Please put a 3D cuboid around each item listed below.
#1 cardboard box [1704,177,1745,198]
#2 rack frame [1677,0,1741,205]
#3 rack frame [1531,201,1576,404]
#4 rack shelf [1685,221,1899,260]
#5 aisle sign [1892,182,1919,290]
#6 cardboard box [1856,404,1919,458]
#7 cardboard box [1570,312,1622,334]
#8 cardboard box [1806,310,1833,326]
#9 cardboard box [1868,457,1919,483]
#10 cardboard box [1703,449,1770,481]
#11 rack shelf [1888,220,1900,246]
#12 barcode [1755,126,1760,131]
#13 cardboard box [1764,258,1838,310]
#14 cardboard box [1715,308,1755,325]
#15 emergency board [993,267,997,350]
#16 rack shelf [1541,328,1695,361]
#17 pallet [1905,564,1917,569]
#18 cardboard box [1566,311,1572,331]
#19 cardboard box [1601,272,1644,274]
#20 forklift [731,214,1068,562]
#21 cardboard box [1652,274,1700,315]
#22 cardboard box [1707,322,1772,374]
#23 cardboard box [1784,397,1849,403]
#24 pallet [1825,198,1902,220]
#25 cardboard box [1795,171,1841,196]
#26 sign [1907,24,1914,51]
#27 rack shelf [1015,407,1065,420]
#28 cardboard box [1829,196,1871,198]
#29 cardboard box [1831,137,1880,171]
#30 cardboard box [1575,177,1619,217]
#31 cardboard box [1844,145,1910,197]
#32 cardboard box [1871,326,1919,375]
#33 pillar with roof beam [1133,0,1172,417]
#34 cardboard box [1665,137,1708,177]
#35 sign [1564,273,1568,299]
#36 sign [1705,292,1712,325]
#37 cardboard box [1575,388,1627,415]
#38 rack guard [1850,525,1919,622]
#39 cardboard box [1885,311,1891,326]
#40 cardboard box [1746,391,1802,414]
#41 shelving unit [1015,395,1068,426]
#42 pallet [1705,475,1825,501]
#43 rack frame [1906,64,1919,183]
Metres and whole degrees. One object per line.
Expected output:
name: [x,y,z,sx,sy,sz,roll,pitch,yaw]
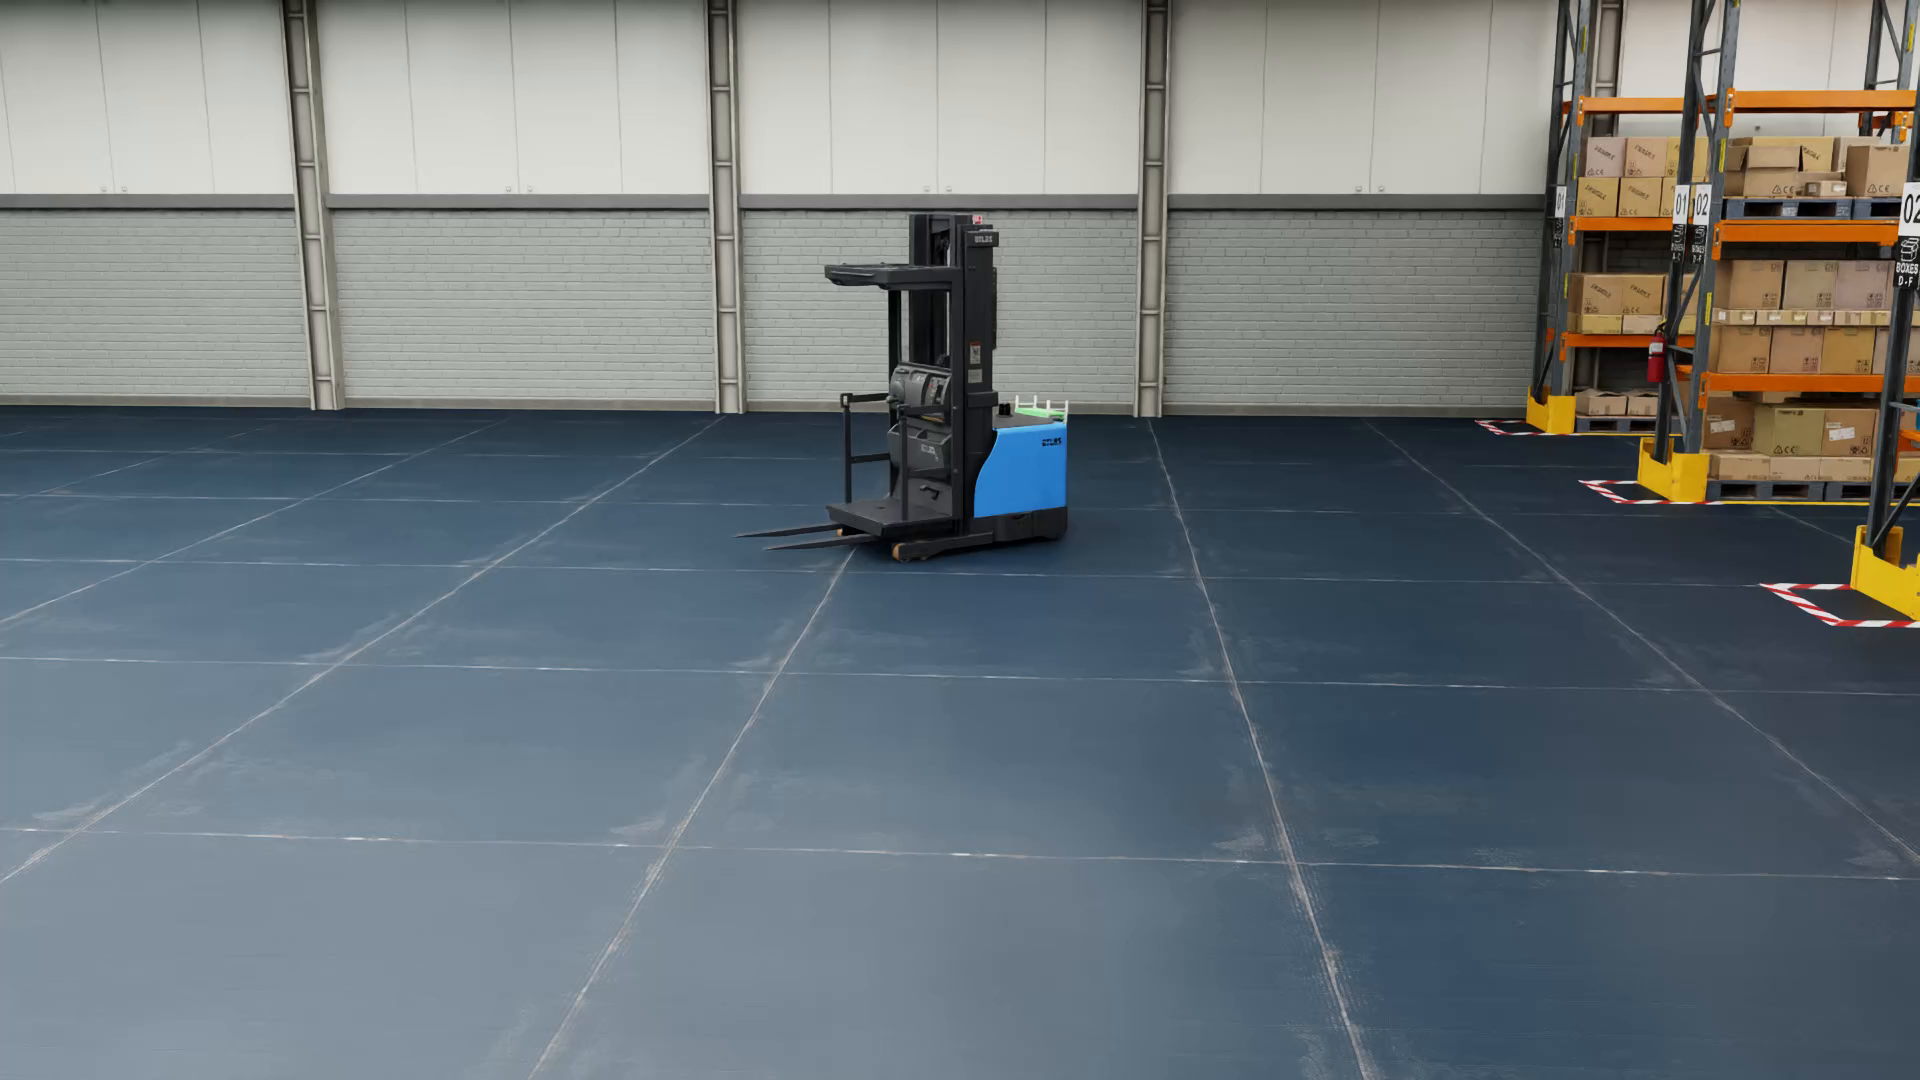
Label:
cardboard box: [9.808,-4.437,21.516,0.500,0.500,0.500,2,12,7]
rack frame: [7.576,-4.914,16.763,0.127,3.000,1.000,1,12,4]
rack frame: [7.903,-2.990,22.216,0.127,3.000,1.000,1,12,4]
rack shelf: [9.571,-3.066,17.013,4.000,0.370,1.077,1,12,4]
aisle sign: [7.189,-2.300,12.569,0.004,0.787,0.394,1,12,4]
cardboard box: [9.592,-1.130,17.186,0.500,0.500,0.500,1,12,4]
cardboard box: [8.369,-2.854,21.887,0.500,0.250,0.500,0,12,2]
cardboard box: [8.717,-2.284,17.014,0.250,0.149,0.380,1,12,3]
cardboard box: [9.592,-0.764,17.264,0.500,0.250,0.500,1,12,4]
cardboard box: [8.096,-0.784,17.364,0.500,0.250,0.500,1,12,4]
rack shelf: [13.890,-4.024,21.590,4.000,0.370,1.077,1,12,4]
barcode: [10.536,-5.440,21.963,0.075,0.075,0.001,1,12,4]
cardboard box: [8.619,-2.646,17.159,0.500,0.500,0.700,0,12,2]
cardboard box: [7.953,-2.295,17.065,0.250,0.149,0.380,1,12,3]
emergency board: [0.210,-3.280,23.606,0.643,1.169,0.194,1,12,4]
rack shelf: [9.899,-2.610,22.159,4.000,0.370,1.077,1,12,4]
pallet: [8.130,0.403,12.808,1.213,0.211,1.003,1,12,4]
cardboard box: [8.382,-2.959,22.388,0.500,0.250,0.500,1,12,5]
cardboard box: [8.889,-3.321,22.286,0.500,0.500,0.500,1,12,5]
forklift: [-0.527,-1.365,14.616,3.031,2.935,1.130,-8,14,-32]
cardboard box: [9.367,-3.208,21.745,0.500,0.500,0.500,0,12,2]
cardboard box: [8.041,-2.017,17.324,0.500,0.500,0.700,1,12,4]
cardboard box: [9.129,-1.247,17.744,0.500,0.500,0.500,1,12,4]
pallet: [9.500,-3.371,16.931,1.213,0.211,1.003,1,12,4]
cardboard box: [8.742,-3.684,17.211,0.500,0.250,0.500,1,12,4]
sign: [11.839,-6.257,20.707,0.005,0.325,0.100,1,12,4]
rack shelf: [0.770,-1.172,15.854,0.258,0.148,0.480,-3,12,-35]
cardboard box: [11.371,-4.418,21.426,0.500,0.500,0.500,1,12,5]
cardboard box: [11.376,-4.903,21.300,0.500,0.500,0.500,0,12,-1]
cardboard box: [8.220,-4.461,21.630,0.500,0.500,0.500,1,12,5]
cardboard box: [9.214,-3.690,16.627,0.500,0.500,0.500,1,12,4]
cardboard box: [9.585,-1.997,17.226,0.500,0.500,0.700,1,12,5]
pillar with roof beam: [2.385,-5.296,18.588,0.400,9.000,9.100,1,12,4]
cardboard box: [9.280,-4.929,21.427,0.500,0.500,0.500,1,12,5]
sign: [7.867,-3.302,21.597,0.005,0.325,0.100,1,12,4]
sign: [7.533,-2.327,16.739,0.005,0.325,0.100,1,12,4]
cardboard box: [8.587,-1.861,22.313,0.500,0.311,0.500,-1,12,-3]
rack guard: [7.320,0.249,12.837,0.348,0.500,1.175,1,12,4]
cardboard box: [9.486,-2.273,16.964,0.250,0.149,0.380,1,12,4]
cardboard box: [10.856,-1.933,22.194,0.500,0.500,0.500,0,12,-1]
shelving unit: [0.747,-0.762,15.923,0.258,1.200,0.503,-3,12,-35]
pallet: [8.342,-0.611,17.654,1.213,0.211,1.003,1,12,4]
rack frame: [7.241,-3.902,11.926,0.127,3.000,1.000,1,12,4]
